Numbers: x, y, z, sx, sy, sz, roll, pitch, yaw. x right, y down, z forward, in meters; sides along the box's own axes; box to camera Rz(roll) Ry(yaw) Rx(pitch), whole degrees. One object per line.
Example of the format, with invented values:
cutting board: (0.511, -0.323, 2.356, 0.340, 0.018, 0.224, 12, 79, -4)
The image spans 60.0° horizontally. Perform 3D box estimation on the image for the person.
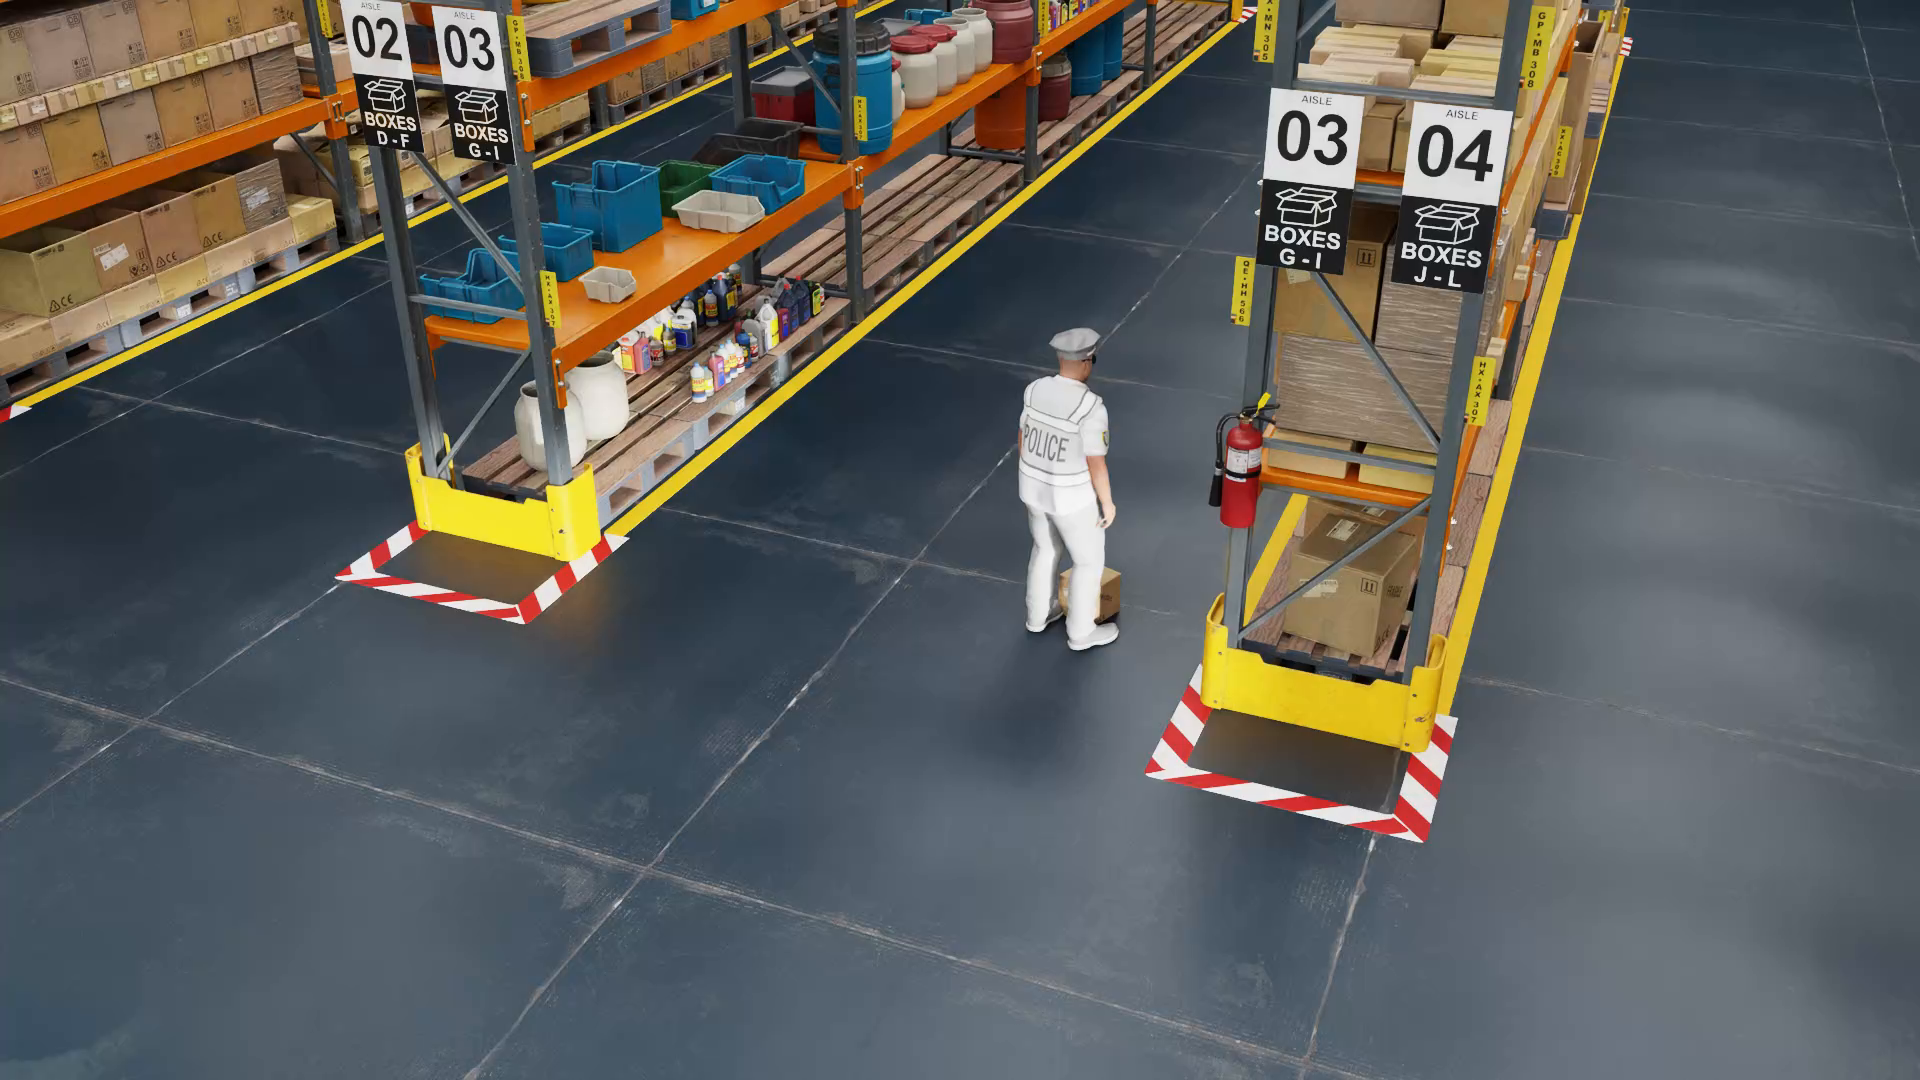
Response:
person: (0.553, -0.253, 8.839, 0.586, 1.748, 0.436, 25, 38, 37)
